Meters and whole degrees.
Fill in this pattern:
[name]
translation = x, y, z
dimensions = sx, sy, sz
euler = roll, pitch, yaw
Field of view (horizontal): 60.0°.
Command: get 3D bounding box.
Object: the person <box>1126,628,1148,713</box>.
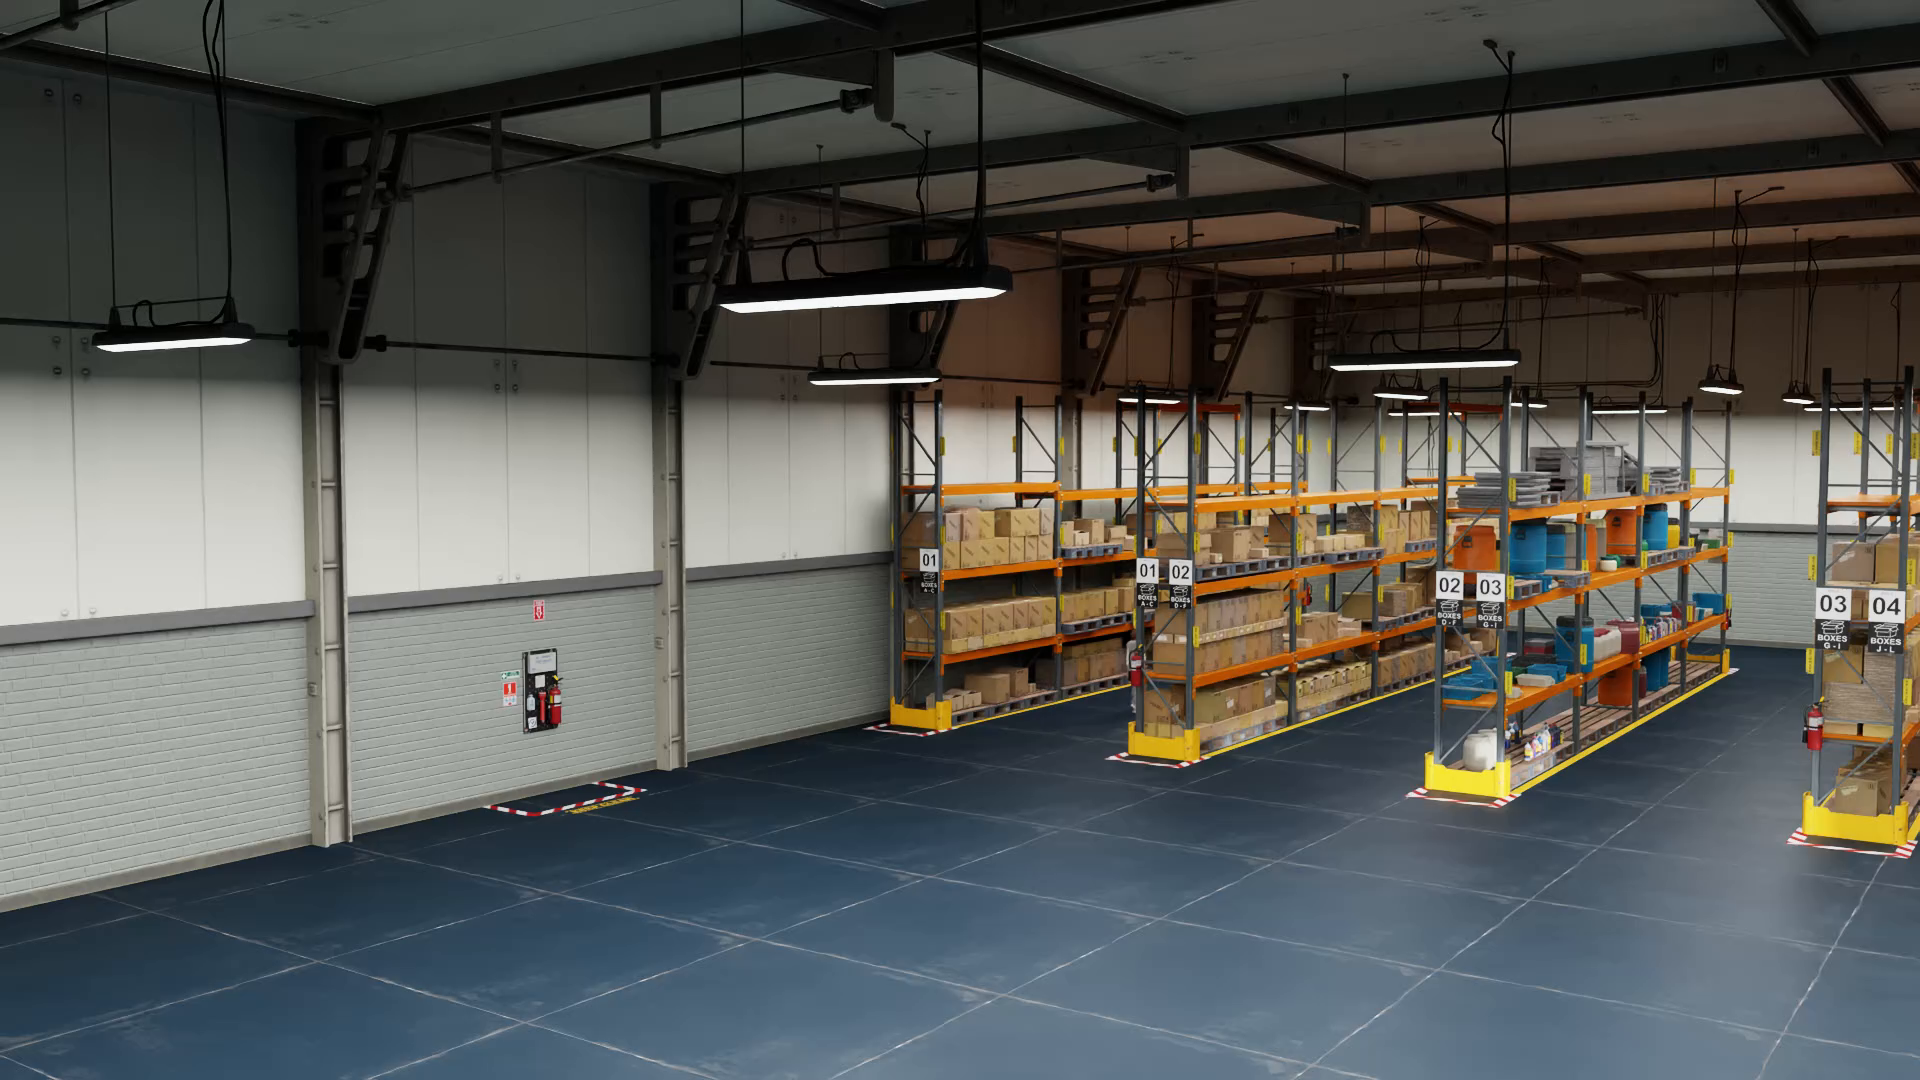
[person]
translation = 3.292, 2.455, 31.138
dimensions = 0.463, 1.594, 0.463
euler = 2, 4, 32
